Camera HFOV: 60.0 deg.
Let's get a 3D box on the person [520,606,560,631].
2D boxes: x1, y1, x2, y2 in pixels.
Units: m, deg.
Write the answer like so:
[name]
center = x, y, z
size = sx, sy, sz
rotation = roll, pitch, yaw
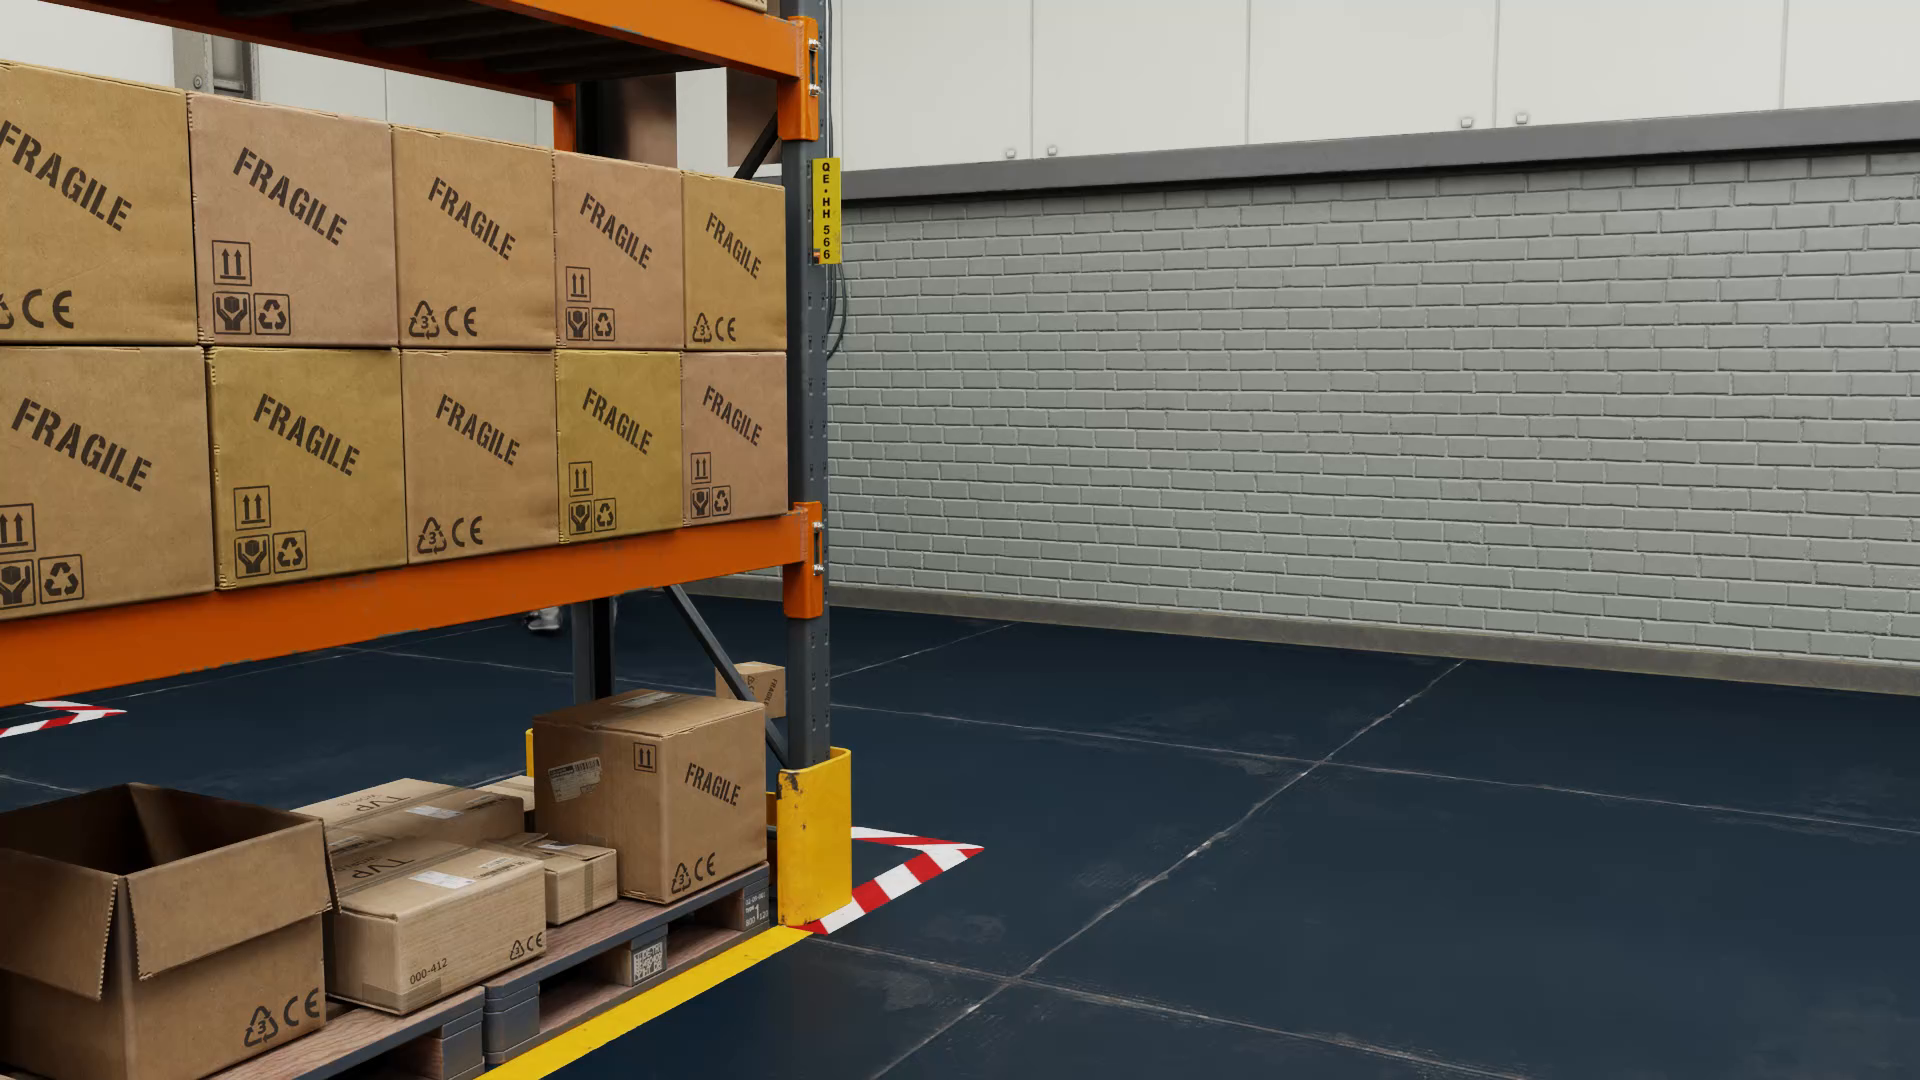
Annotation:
[person]
center = -2.834, -0.207, 10.941
size = 0.709, 1.711, 0.523
rotation = 5, 8, 42
